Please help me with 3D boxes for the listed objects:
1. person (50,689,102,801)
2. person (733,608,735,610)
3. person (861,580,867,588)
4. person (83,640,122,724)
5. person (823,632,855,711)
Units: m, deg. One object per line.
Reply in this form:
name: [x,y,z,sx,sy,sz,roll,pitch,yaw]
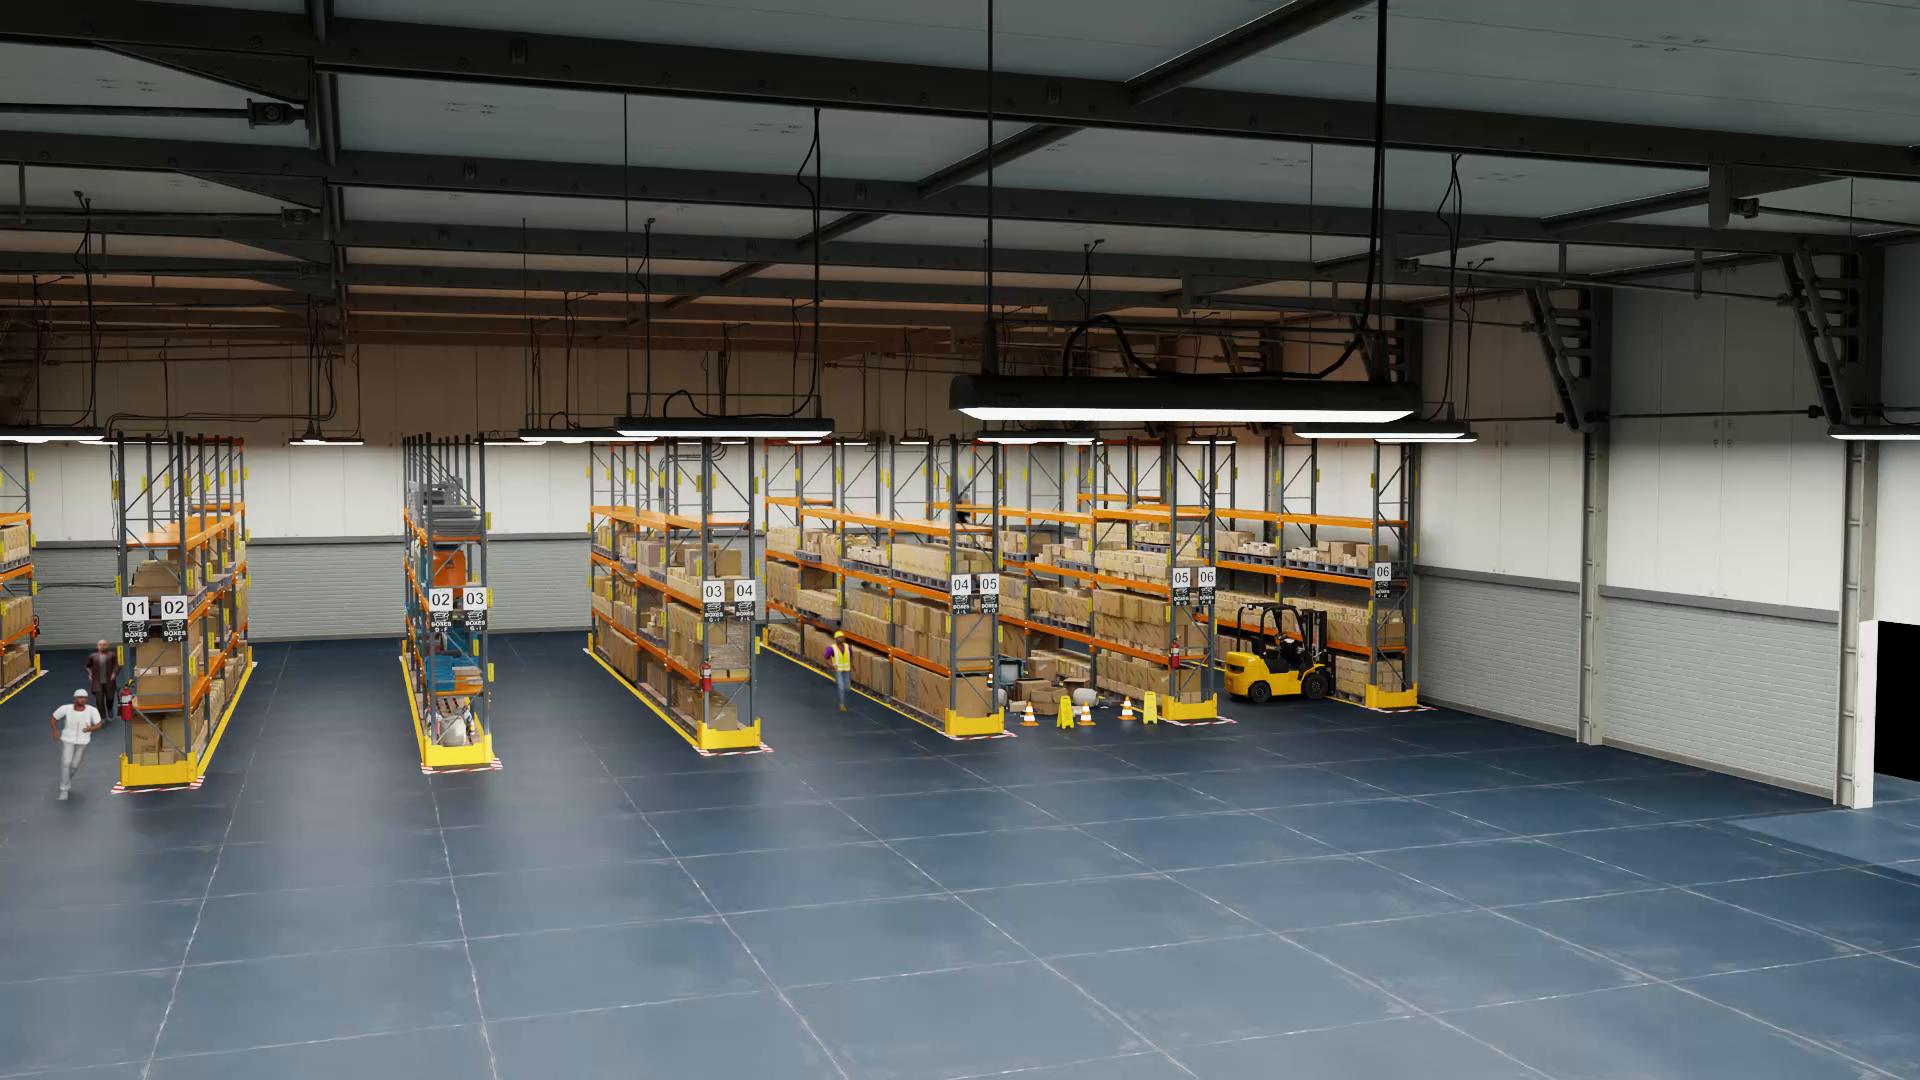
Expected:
person: [-14.576,3.334,27.463,0.730,1.759,0.912,-2,4,-36]
person: [-5.991,2.386,45.399,0.645,1.652,0.653,-1,3,-10]
person: [-2.740,2.010,47.237,0.538,1.769,0.722,-2,4,-33]
person: [-17.823,2.939,34.576,0.708,1.725,0.670,-2,4,-26]
person: [-2.638,2.847,36.241,0.710,1.726,0.653,-2,4,-27]
